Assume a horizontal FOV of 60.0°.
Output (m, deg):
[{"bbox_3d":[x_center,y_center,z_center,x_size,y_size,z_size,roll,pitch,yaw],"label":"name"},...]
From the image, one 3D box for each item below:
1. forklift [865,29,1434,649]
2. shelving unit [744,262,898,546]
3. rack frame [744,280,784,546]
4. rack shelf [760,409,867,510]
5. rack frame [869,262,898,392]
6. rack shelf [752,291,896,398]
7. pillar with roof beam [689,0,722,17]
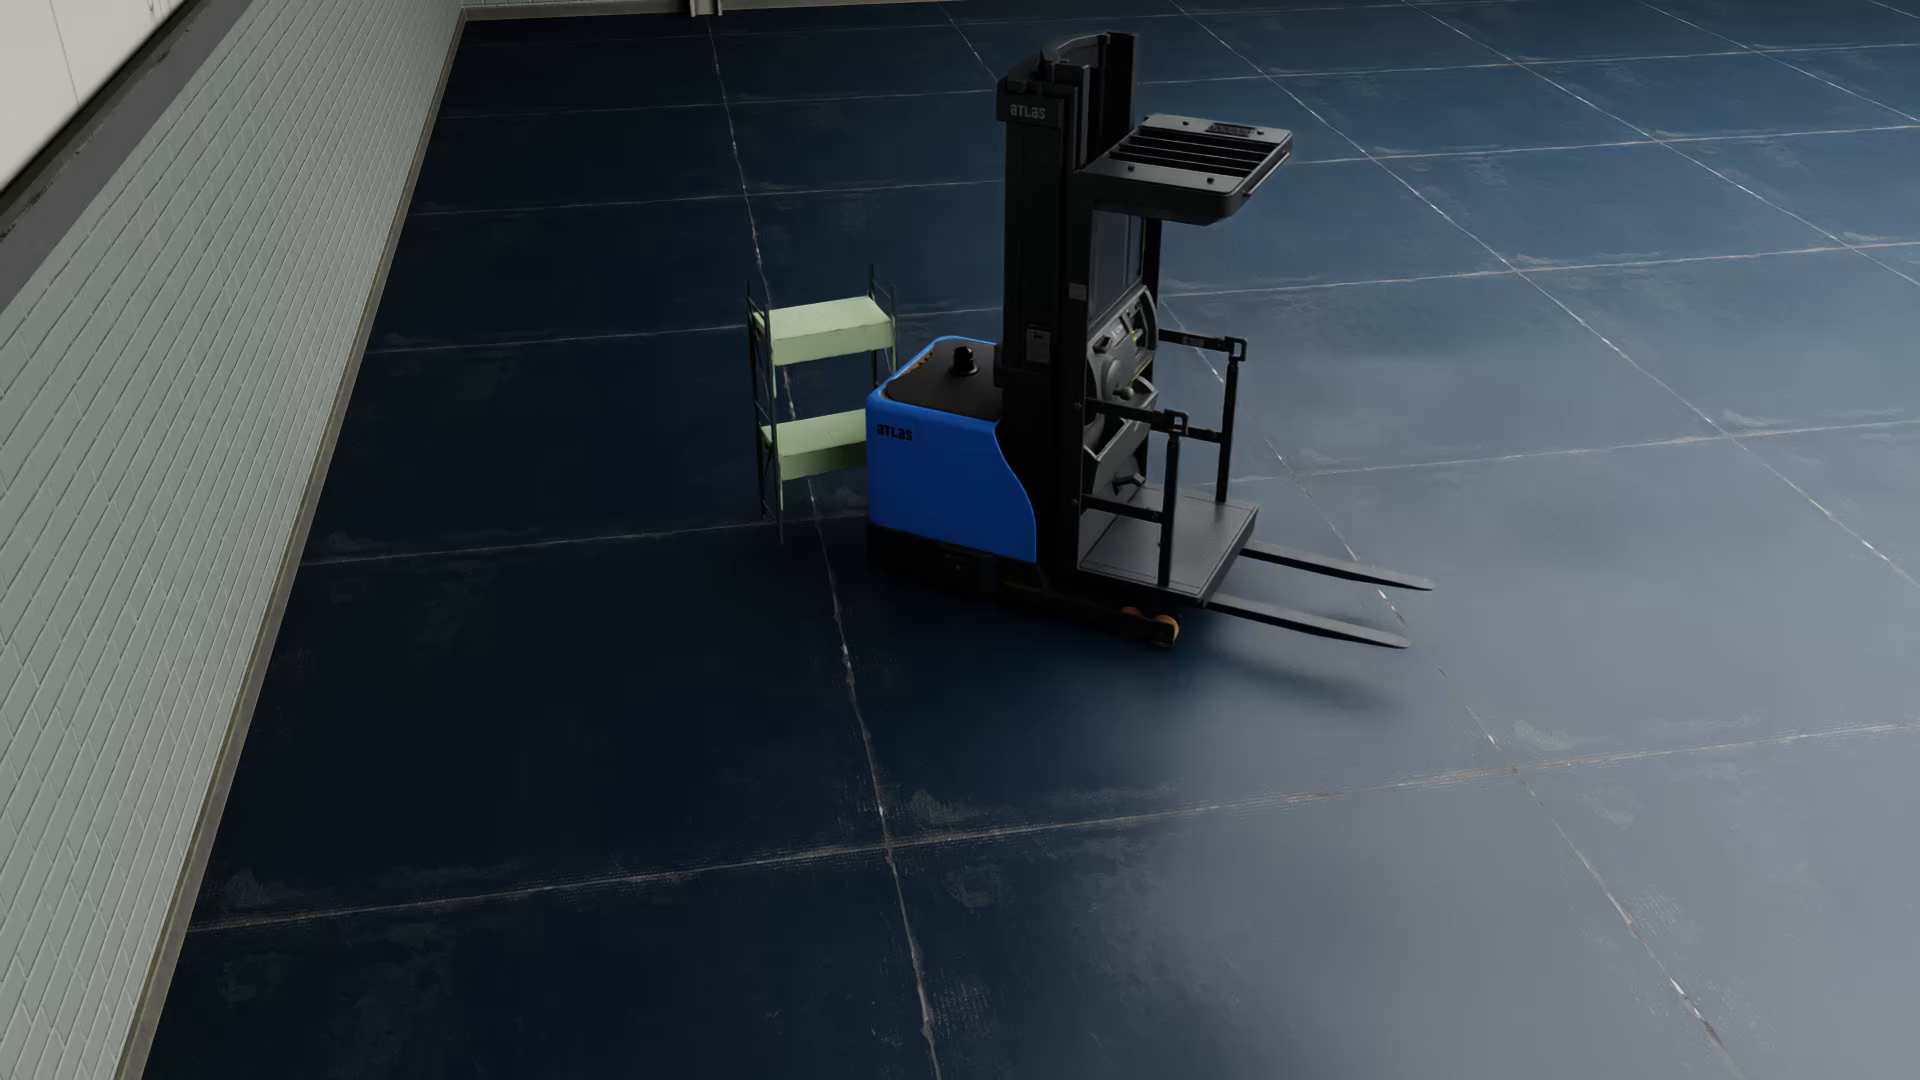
[{"bbox_3d":[1.030,-1.007,8.571,3.031,2.935,1.130,13,33,21],"label":"forklift"},{"bbox_3d":[-0.775,-0.777,9.591,0.755,1.500,0.431,-12,32,-19],"label":"shelving unit"},{"bbox_3d":[-1.113,-0.706,9.471,0.023,1.500,0.400,-12,32,-19],"label":"rack frame"},{"bbox_3d":[-0.775,-0.495,9.756,0.720,0.370,0.431,-12,32,-19],"label":"rack shelf"},{"bbox_3d":[-0.436,-0.847,9.711,0.023,1.500,0.400,-12,32,-19],"label":"rack frame"},{"bbox_3d":[-0.775,-1.113,9.393,0.720,0.370,0.431,-12,32,-19],"label":"rack shelf"},{"bbox_3d":[-2.456,-8.433,15.214,0.400,9.000,9.100,-5,31,-9],"label":"pillar with roof beam"}]
